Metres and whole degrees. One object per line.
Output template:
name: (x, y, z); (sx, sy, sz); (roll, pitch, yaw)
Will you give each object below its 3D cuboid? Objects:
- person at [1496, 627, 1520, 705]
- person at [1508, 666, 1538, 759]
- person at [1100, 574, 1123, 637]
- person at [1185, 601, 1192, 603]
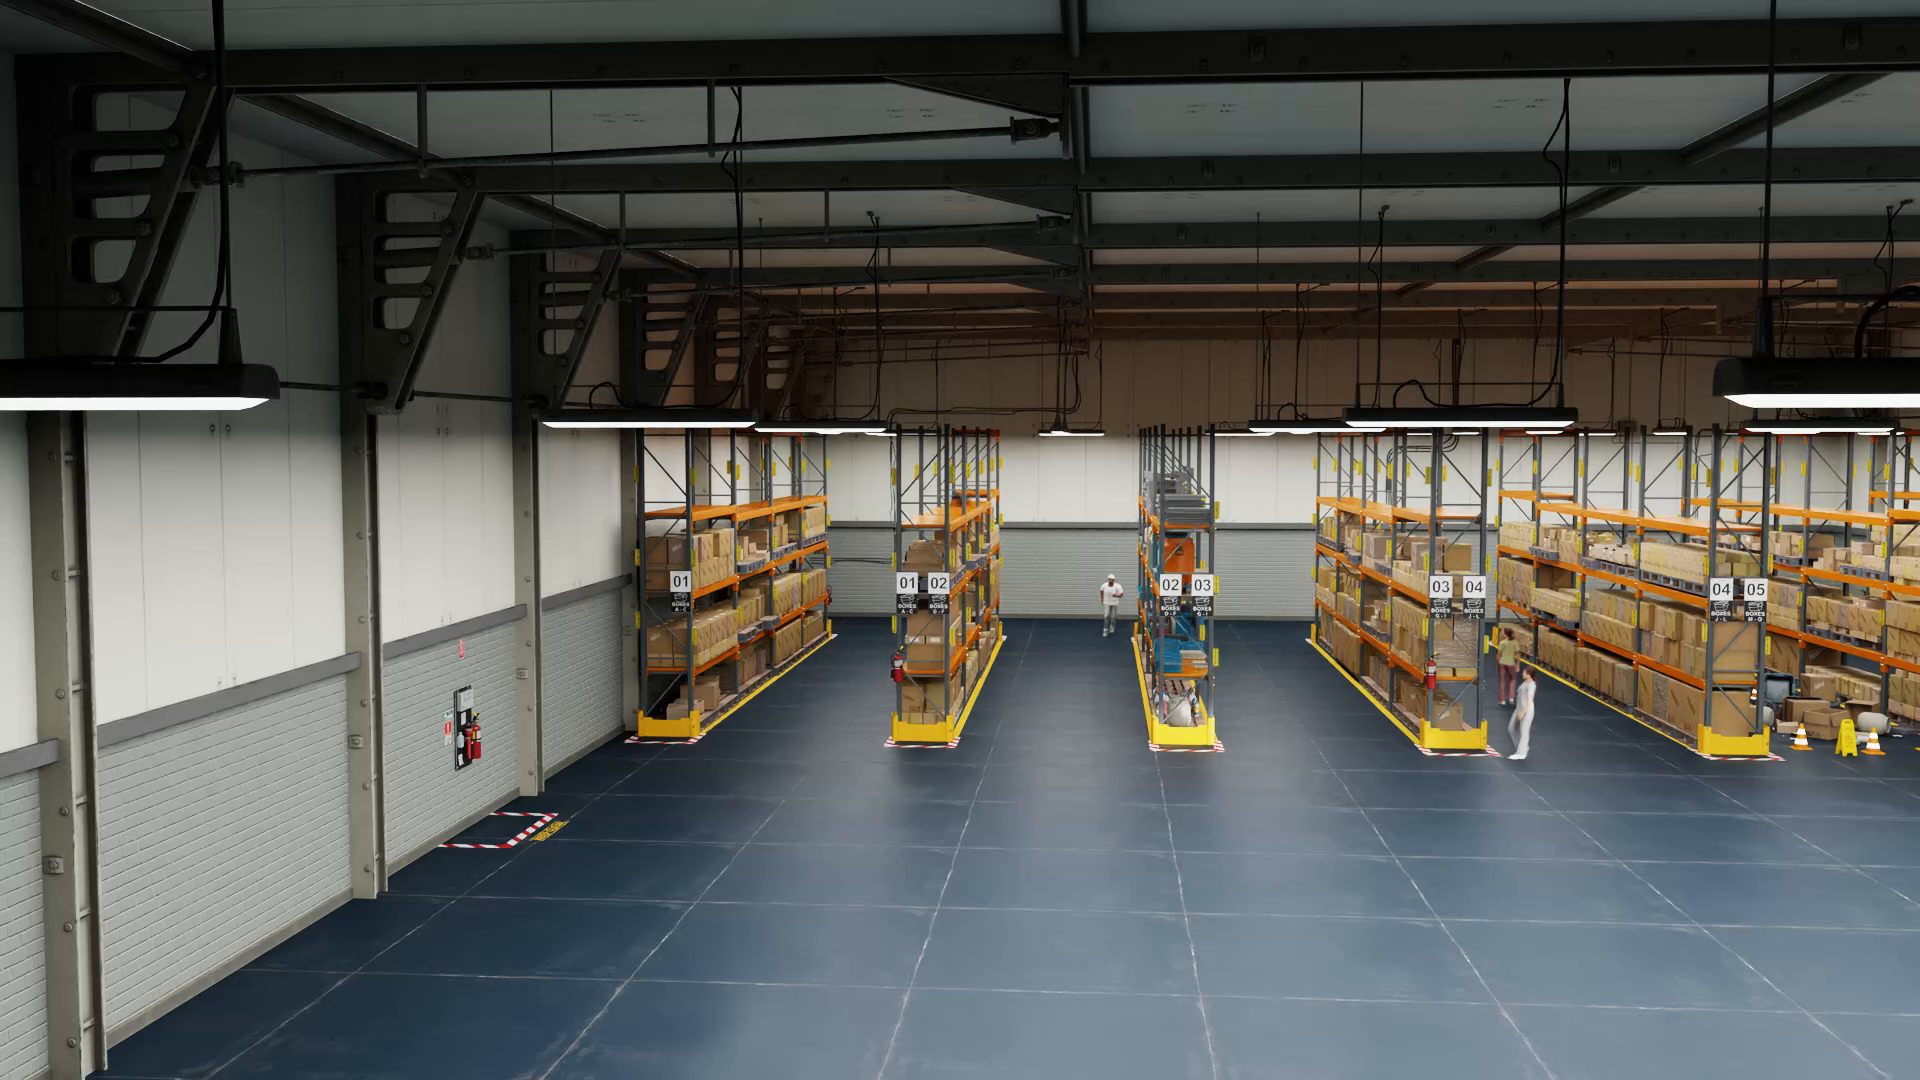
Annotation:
person: (11.769, 2.733, 35.729); (0.506, 1.726, 0.552); (2, 4, 31)
person: (10.063, 3.093, 29.754); (0.499, 1.688, 0.486); (-1, 4, -17)
person: (4.426, 1.902, 48.485); (0.651, 1.819, 0.823); (0, 3, 4)
person: (6.481, 1.952, 48.008); (0.437, 1.681, 0.526); (-3, 4, -37)
